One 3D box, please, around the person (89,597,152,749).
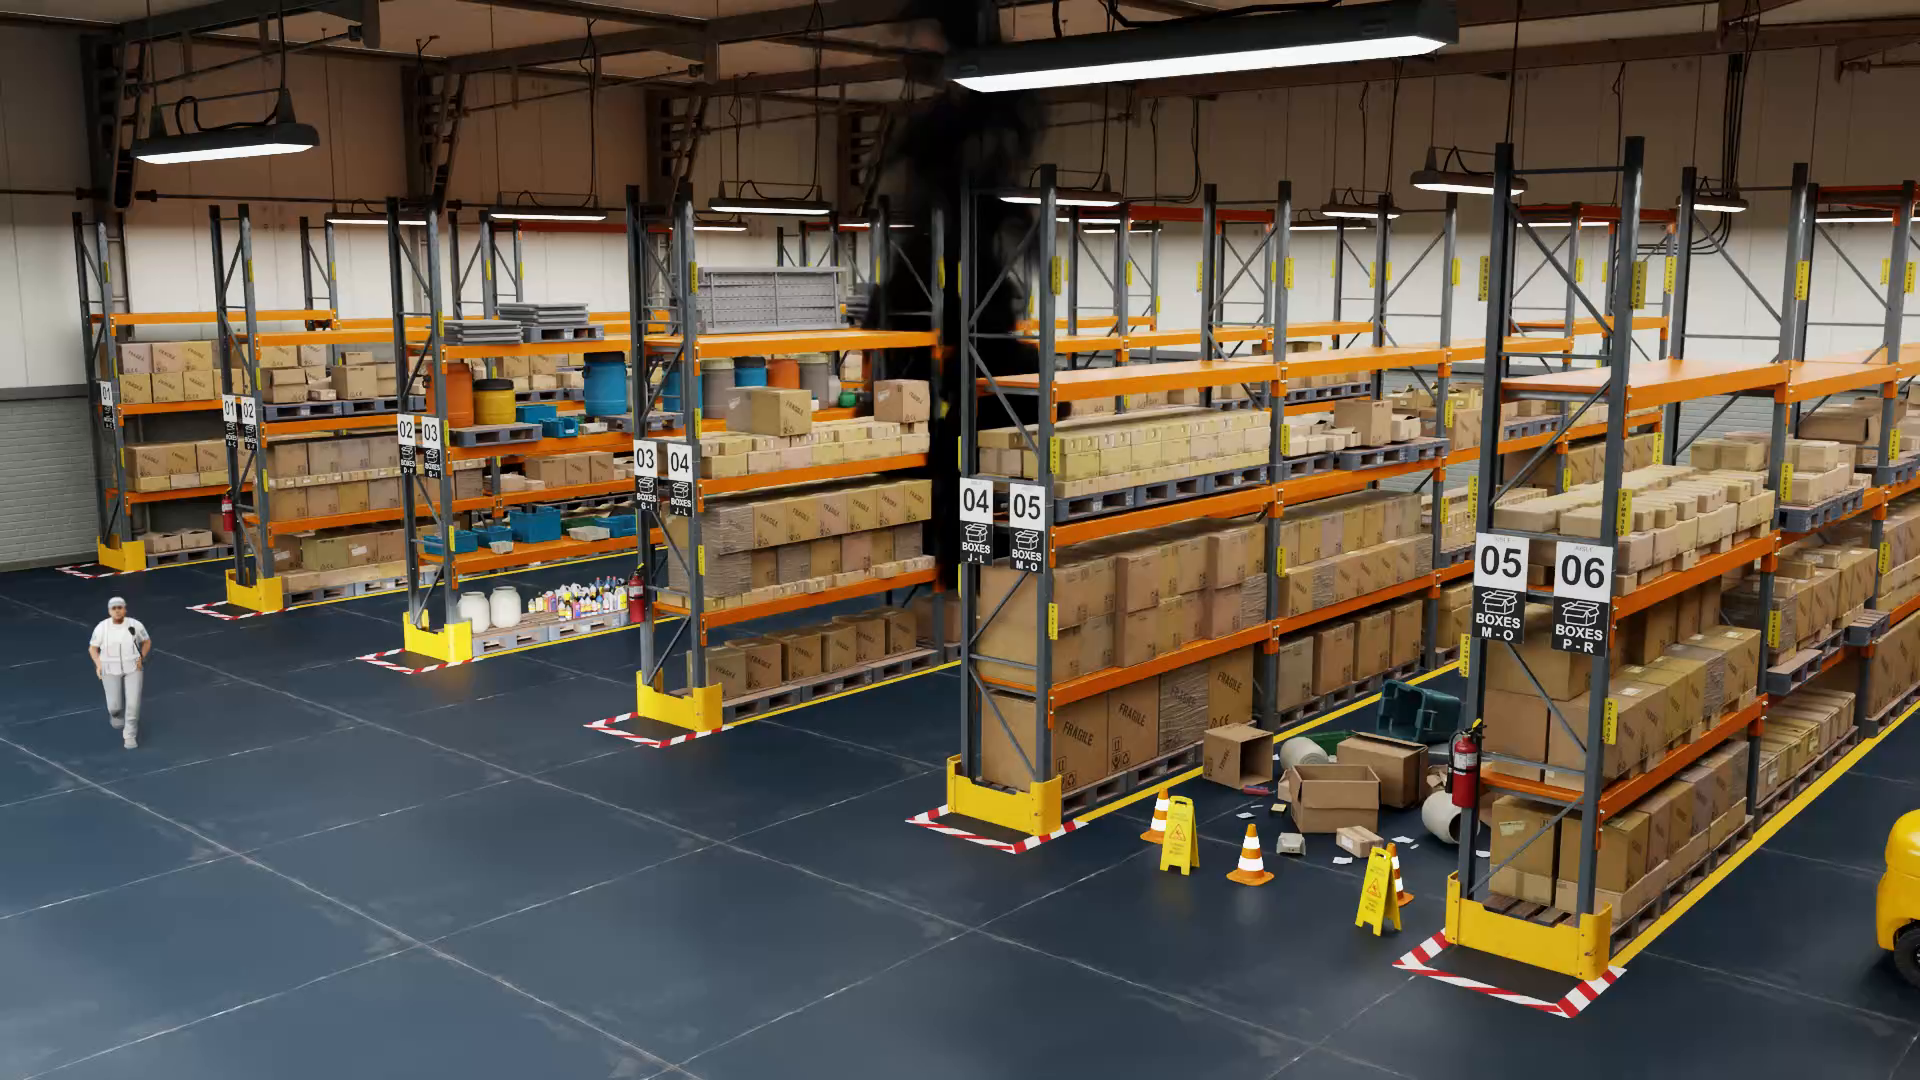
[{"bbox_3d":[-9.052,1.411,17.980,0.609,1.626,0.584,-5,11,-28],"label":"person"}]
